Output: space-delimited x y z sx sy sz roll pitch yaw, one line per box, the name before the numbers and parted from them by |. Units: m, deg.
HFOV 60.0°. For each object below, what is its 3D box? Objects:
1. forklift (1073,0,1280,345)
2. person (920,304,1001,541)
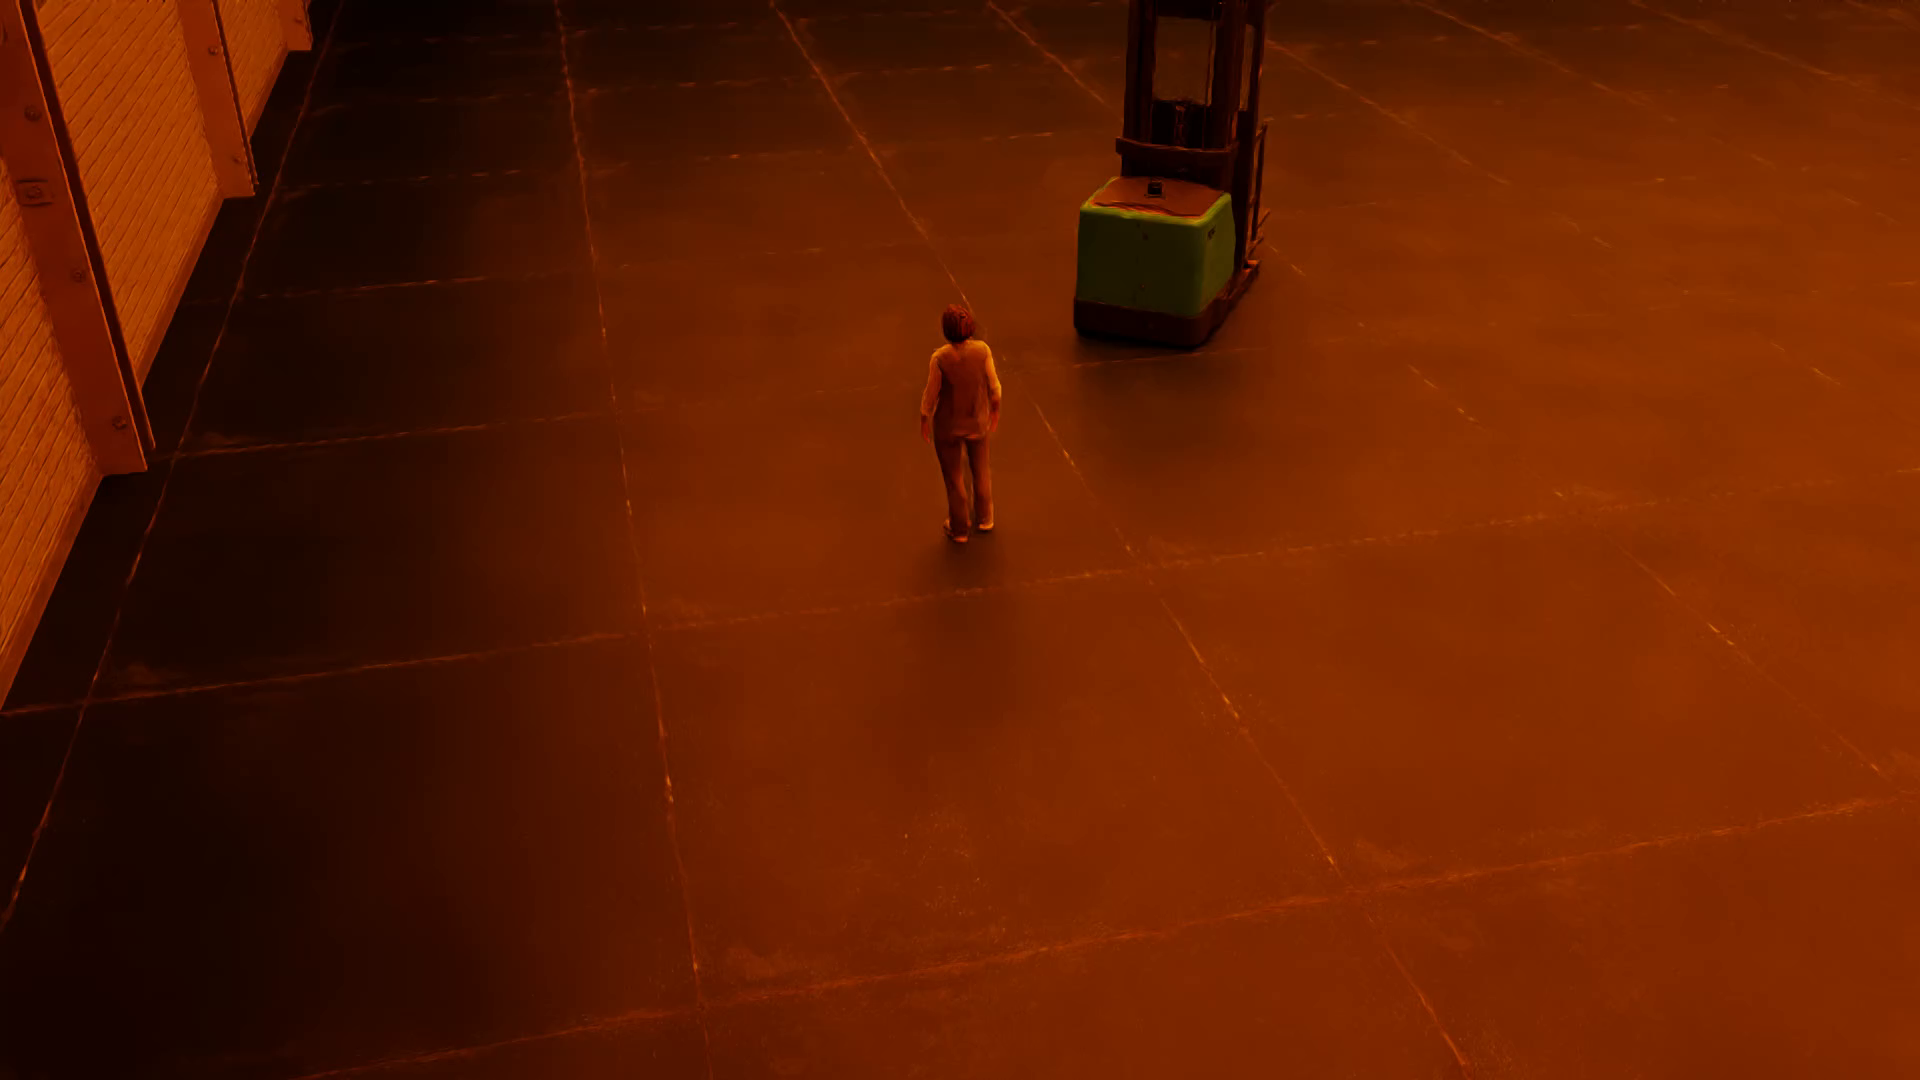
forklift | 1.955 -3.509 13.635 1.130 2.935 3.031 12 32 20
person | -0.004 -0.735 10.161 0.521 1.597 0.474 -7 31 -12
